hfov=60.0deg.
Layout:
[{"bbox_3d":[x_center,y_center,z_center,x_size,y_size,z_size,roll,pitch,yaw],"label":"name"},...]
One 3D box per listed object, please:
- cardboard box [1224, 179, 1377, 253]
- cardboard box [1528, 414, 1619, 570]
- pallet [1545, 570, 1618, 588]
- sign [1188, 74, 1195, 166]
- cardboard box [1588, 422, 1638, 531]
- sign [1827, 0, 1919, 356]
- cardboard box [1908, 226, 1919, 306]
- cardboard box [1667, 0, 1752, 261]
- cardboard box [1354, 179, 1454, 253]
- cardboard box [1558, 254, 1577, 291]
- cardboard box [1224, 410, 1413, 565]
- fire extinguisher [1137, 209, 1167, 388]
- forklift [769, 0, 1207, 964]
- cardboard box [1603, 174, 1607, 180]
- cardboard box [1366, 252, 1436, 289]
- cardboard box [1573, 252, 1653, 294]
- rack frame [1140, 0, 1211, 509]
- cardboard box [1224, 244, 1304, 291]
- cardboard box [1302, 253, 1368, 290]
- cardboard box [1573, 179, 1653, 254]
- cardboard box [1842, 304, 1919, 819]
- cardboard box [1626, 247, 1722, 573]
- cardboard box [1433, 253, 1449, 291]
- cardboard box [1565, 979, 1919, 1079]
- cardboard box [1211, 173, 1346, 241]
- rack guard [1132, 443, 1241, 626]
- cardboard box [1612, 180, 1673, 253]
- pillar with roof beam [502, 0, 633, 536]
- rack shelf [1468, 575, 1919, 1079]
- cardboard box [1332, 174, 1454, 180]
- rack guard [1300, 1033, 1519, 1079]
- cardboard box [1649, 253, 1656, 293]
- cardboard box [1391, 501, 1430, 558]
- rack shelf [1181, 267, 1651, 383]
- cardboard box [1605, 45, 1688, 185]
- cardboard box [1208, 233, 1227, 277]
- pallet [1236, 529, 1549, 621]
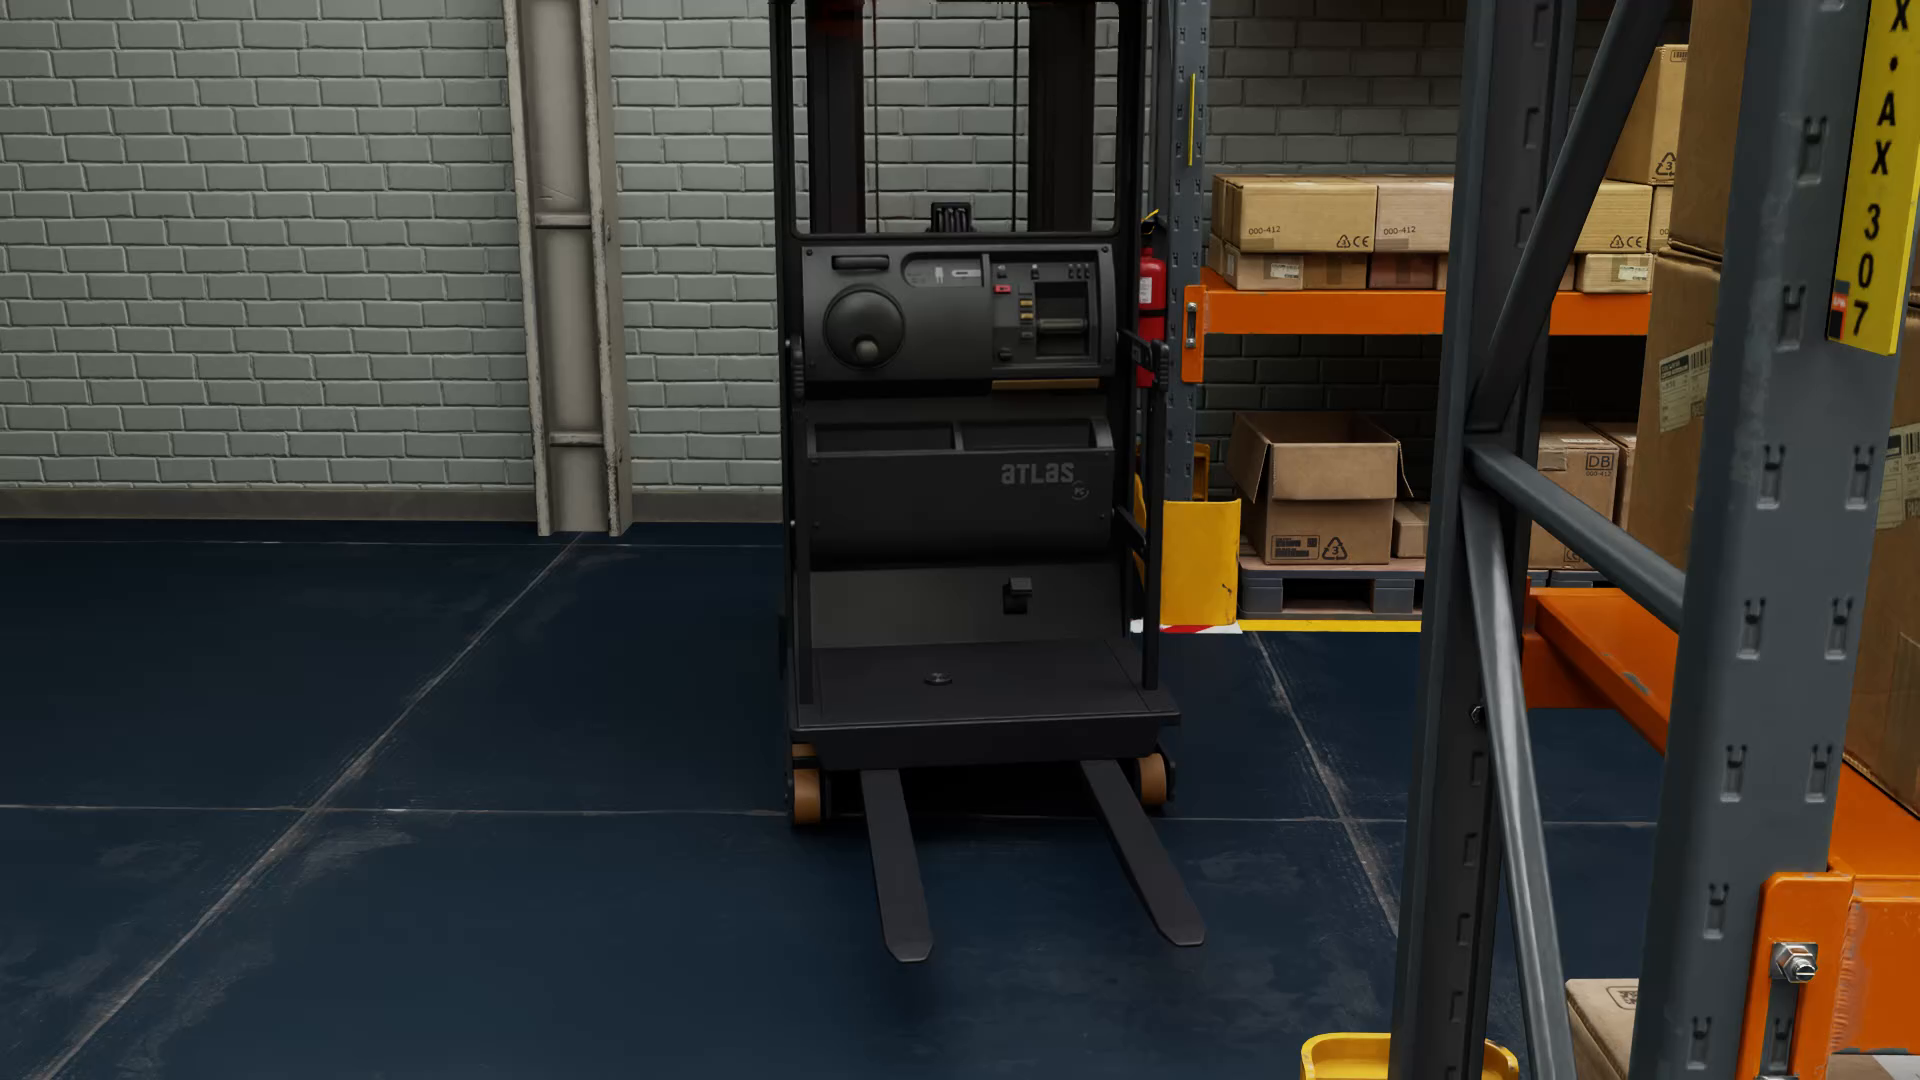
[{"bbox_3d":[1.309,-1.261,6.452,0.500,0.250,0.500,0,15,2],"label":"cardboard box"},{"bbox_3d":[2.325,-0.213,6.842,0.500,0.500,0.700,1,15,4],"label":"cardboard box"},{"bbox_3d":[2.952,0.101,7.045,1.213,0.211,1.003,0,15,1],"label":"pallet"},{"bbox_3d":[0.849,-1.542,6.107,0.005,0.325,0.100,0,15,1],"label":"sign"},{"bbox_3d":[2.851,-0.184,6.733,0.500,0.500,0.500,1,15,2],"label":"cardboard box"},{"bbox_3d":[0.719,-0.311,1.288,0.005,0.325,0.100,0,15,1],"label":"sign"},{"bbox_3d":[1.212,-0.452,1.517,0.500,0.500,0.500,0,15,0],"label":"cardboard box"},{"bbox_3d":[1.227,-0.585,2.022,0.500,0.500,0.500,1,15,3],"label":"cardboard box"},{"bbox_3d":[1.813,-1.258,6.440,0.500,0.250,0.500,1,15,2],"label":"cardboard box"},{"bbox_3d":[2.220,-1.068,6.500,0.250,0.149,0.380,1,15,2],"label":"cardboard box"},{"bbox_3d":[1.471,-0.230,6.901,0.637,0.503,0.797,0,15,-1],"label":"cardboard box"},{"bbox_3d":[0.703,-0.927,6.357,0.183,0.674,0.296,0,15,1],"label":"fire extinguisher"},{"bbox_3d":[0.026,-0.694,4.726,1.130,2.935,3.031,-2,15,-6],"label":"forklift"},{"bbox_3d":[2.862,-1.386,6.925,0.500,0.250,0.500,0,15,1],"label":"cardboard box"},{"bbox_3d":[1.703,-1.085,6.567,0.250,0.149,0.380,0,15,1],"label":"cardboard box"},{"bbox_3d":[2.470,-1.047,6.421,0.250,0.149,0.380,0,15,0],"label":"cardboard box"},{"bbox_3d":[0.862,-1.262,6.742,0.127,3.000,1.000,0,15,1],"label":"rack frame"},{"bbox_3d":[1.184,-1.068,6.501,0.250,0.149,0.380,0,15,1],"label":"cardboard box"},{"bbox_3d":[1.439,-1.078,6.540,0.250,0.149,0.380,1,15,3],"label":"cardboard box"},{"bbox_3d":[2.320,-1.256,6.430,0.500,0.250,0.500,0,15,0],"label":"cardboard box"},{"bbox_3d":[1.212,0.032,1.642,0.500,0.500,0.500,0,15,1],"label":"cardboard box"},{"bbox_3d":[1.228,-0.109,2.176,0.500,0.500,0.500,0,15,2],"label":"cardboard box"},{"bbox_3d":[1.954,-1.068,6.501,0.250,0.149,0.380,1,15,3],"label":"cardboard box"},{"bbox_3d":[1.402,1.019,2.298,0.875,0.438,0.875,0,15,0],"label":"cardboard box"},{"bbox_3d":[1.329,-1.398,6.969,0.500,0.250,0.500,1,15,3],"label":"cardboard box"},{"bbox_3d":[0.938,-0.053,7.059,0.348,0.500,1.175,0,15,1],"label":"rack guard"},{"bbox_3d":[2.832,-1.258,6.438,0.500,0.250,0.500,0,15,0],"label":"cardboard box"},{"bbox_3d":[-1.920,-3.312,2.754,0.400,9.000,9.100,0,15,1],"label":"pillar with roof beam"},{"bbox_3d":[2.739,0.365,1.987,4.000,0.370,1.077,0,15,1],"label":"rack shelf"},{"bbox_3d":[1.844,-1.394,6.955,0.500,0.250,0.500,0,15,2],"label":"cardboard box"},{"bbox_3d":[0.715,1.213,2.264,0.348,0.500,1.175,0,15,1],"label":"rack guard"},{"bbox_3d":[2.734,-1.051,6.434,0.250,0.149,0.380,1,15,3],"label":"cardboard box"},{"bbox_3d":[1.895,-0.045,6.898,0.250,0.149,0.380,0,15,-1],"label":"cardboard box"},{"bbox_3d":[2.862,-0.901,6.785,4.000,0.370,1.077,0,15,1],"label":"rack shelf"},{"bbox_3d":[2.809,-1.614,6.320,0.500,0.500,0.500,1,15,3],"label":"cardboard box"},{"bbox_3d":[1.200,-1.207,7.026,0.250,0.149,0.380,0,15,1],"label":"cardboard box"},{"bbox_3d":[1.735,0.092,7.077,1.213,0.211,1.003,0,15,1],"label":"pallet"}]
